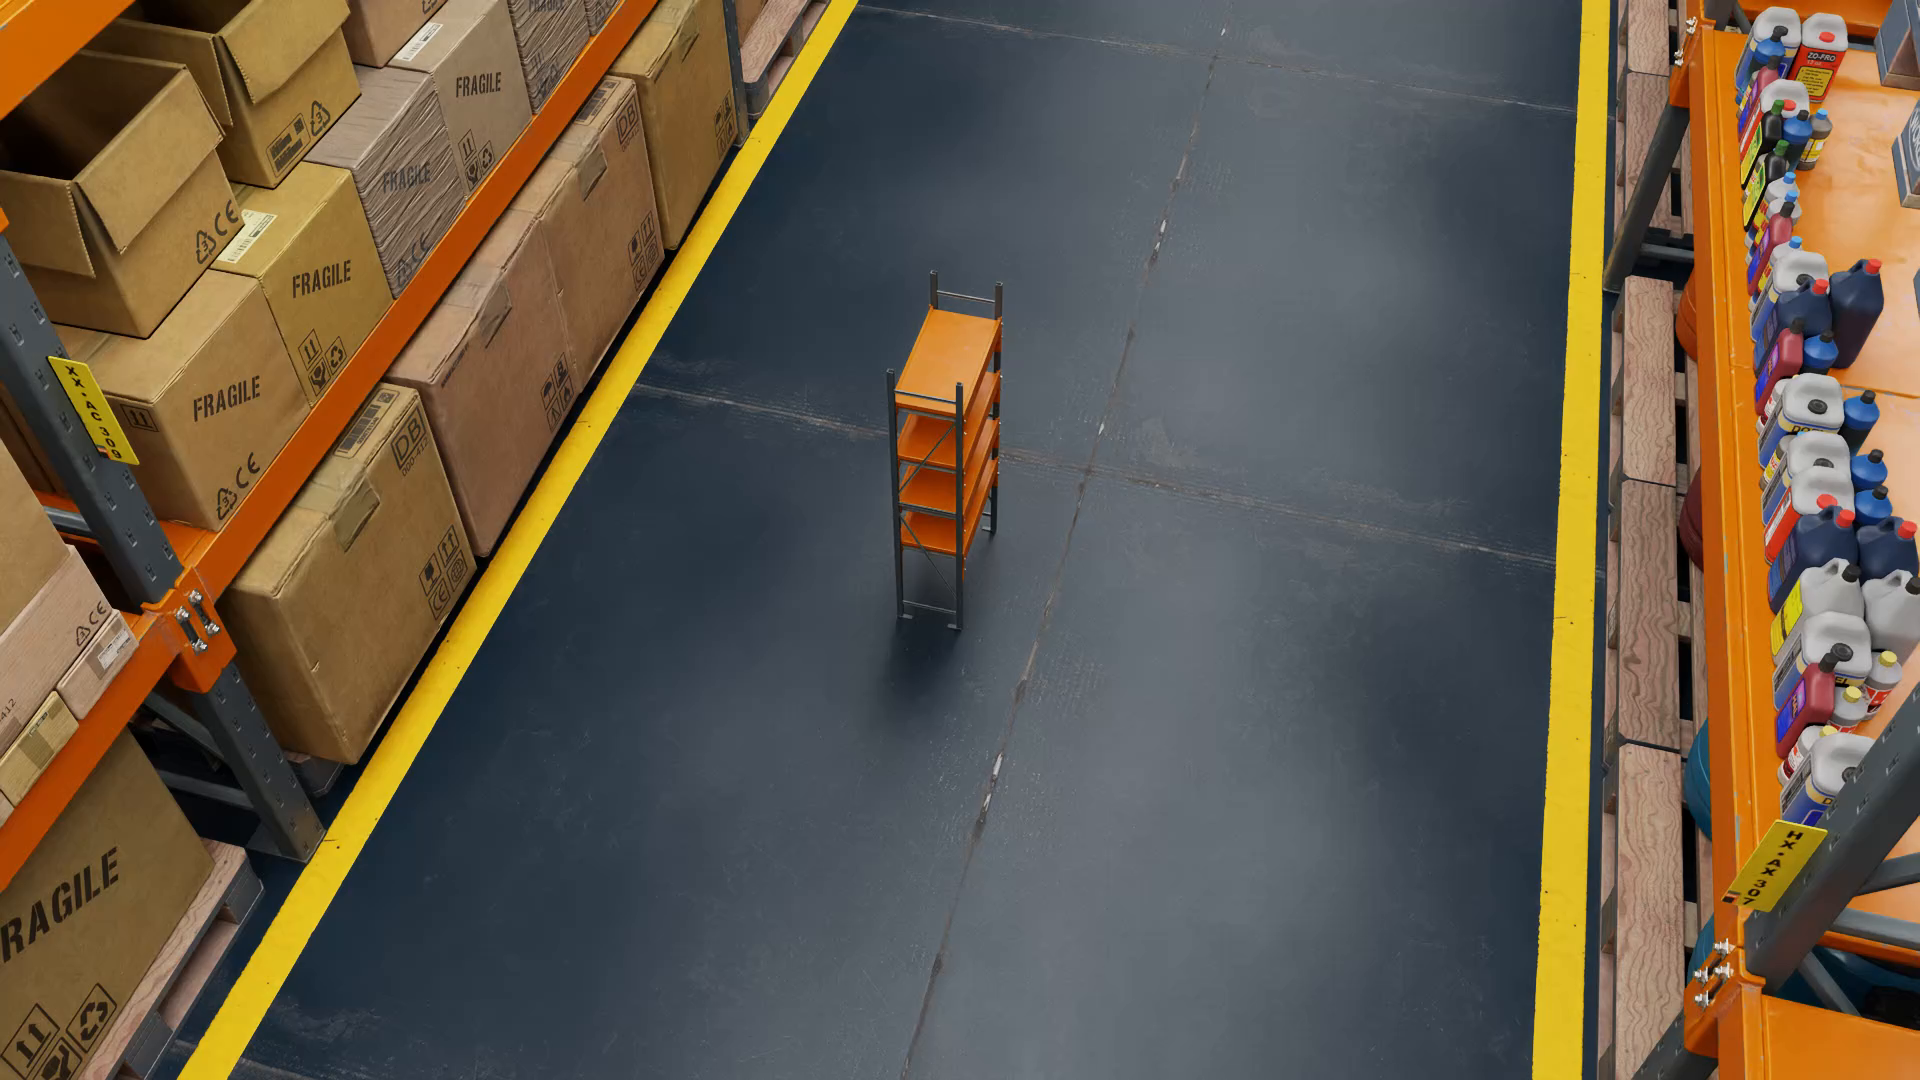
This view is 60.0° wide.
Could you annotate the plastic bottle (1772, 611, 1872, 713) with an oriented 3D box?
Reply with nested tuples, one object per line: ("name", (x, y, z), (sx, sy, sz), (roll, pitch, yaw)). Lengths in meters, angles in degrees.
("plastic bottle", (2.111, 0.311, 4.057), (0.152, 0.276, 0.135), (12, 50, 10))

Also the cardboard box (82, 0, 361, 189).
("cardboard box", (-2.204, -1.417, 4.764), (0.797, 0.503, 0.637), (12, 50, 10))

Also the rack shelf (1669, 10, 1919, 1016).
("rack shelf", (2.749, -0.325, 5.016), (1.077, 0.370, 4.000), (12, 50, 10))

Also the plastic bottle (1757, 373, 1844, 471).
("plastic bottle", (2.340, -0.319, 4.613), (0.152, 0.276, 0.135), (12, 50, 10))

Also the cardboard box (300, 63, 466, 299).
("cardboard box", (-1.930, -1.136, 5.186), (0.500, 0.500, 0.500), (11, 49, 9))

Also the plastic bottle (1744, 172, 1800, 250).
("plastic bottle", (2.575, -1.042, 5.255), (0.097, 0.271, 0.097), (0, 49, 0))

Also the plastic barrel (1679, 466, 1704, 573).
("plastic barrel", (2.866, -0.177, 5.734), (0.600, 0.588, 0.708), (12, 50, 10))

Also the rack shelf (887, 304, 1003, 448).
("rack shelf", (-0.044, -0.537, 5.400), (0.258, 0.148, 0.480), (12, 50, 10))

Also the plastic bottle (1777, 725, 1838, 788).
("plastic bottle", (2.019, 0.511, 3.931), (0.097, 0.201, 0.097), (0, 49, 0))

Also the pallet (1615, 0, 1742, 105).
("pallet", (3.840, -2.520, 8.333), (1.003, 0.211, 1.213), (12, 50, 10))

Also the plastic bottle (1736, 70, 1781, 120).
("plastic bottle", (2.767, -1.546, 5.746), (0.097, 0.201, 0.097), (0, 49, 0))

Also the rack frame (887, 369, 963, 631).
("rack frame", (-0.108, -0.101, 5.539), (0.240, 1.200, 0.015), (12, 50, 10))

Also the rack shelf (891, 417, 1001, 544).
("rack shelf", (-0.044, -0.233, 5.745), (0.258, 0.148, 0.480), (12, 50, 10))

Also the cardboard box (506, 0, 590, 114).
("cardboard box", (-1.664, -1.879, 5.841), (0.500, 0.500, 0.500), (10, 49, 9))

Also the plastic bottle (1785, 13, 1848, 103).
("plastic bottle", (2.996, -1.690, 5.823), (0.152, 0.276, 0.135), (12, 50, 10))

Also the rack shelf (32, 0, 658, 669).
("rack shelf", (-2.029, -1.303, 5.879), (1.077, 0.370, 4.000), (12, 50, 10))

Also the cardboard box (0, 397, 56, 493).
("cardboard box", (-2.696, -0.519, 4.641), (0.500, 0.500, 0.500), (12, 50, 10))

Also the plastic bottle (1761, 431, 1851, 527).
("plastic bottle", (2.279, -0.151, 4.465), (0.152, 0.276, 0.135), (12, 50, 10))

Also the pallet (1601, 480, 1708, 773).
("pallet", (2.785, 0.371, 5.782), (1.003, 0.211, 1.213), (12, 50, 10))

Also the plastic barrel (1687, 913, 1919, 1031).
("plastic barrel", (2.382, 1.048, 4.443), (0.600, 0.901, 0.708), (12, 50, 10))

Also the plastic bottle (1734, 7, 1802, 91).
("plastic bottle", (2.850, -1.720, 5.850), (0.152, 0.276, 0.135), (12, 50, 10))

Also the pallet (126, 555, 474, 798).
("pallet", (-2.425, 0.256, 5.884), (1.003, 0.211, 1.213), (12, 50, 10))

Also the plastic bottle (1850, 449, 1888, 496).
("plastic bottle", (2.404, -0.138, 4.457), (0.097, 0.271, 0.097), (0, 49, 0))

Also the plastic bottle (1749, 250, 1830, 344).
("plastic bottle", (2.485, -0.717, 4.965), (0.152, 0.276, 0.135), (12, 50, 10))

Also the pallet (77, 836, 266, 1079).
("pallet", (-2.831, 1.363, 4.906), (1.003, 0.211, 1.213), (12, 50, 10))

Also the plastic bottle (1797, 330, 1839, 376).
("plastic bottle", (2.438, -0.491, 4.768), (0.097, 0.271, 0.097), (0, 49, 0))

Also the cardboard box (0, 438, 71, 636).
("cardboard box", (-2.419, -0.006, 3.656), (0.500, 0.500, 0.500), (13, 50, 11))

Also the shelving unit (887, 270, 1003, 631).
("shelving unit", (-0.044, -0.277, 5.694), (0.258, 1.200, 0.503), (12, 50, 10))

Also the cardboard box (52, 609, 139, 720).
("cardboard box", (-2.320, 0.274, 4.175), (0.380, 0.149, 0.250), (12, 50, 10))

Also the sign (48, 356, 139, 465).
("sign", (-2.020, -0.298, 3.882), (0.100, 0.325, 0.005), (12, 50, 10))

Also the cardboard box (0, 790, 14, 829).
("cardboard box", (-2.455, 0.646, 3.847), (0.380, 0.149, 0.250), (11, 49, 9))

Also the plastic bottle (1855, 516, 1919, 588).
("plastic bottle", (2.337, 0.065, 4.225), (0.144, 0.351, 0.185), (12, 50, 10))

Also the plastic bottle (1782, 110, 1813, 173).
("plastic bottle", (2.730, -1.293, 5.476), (0.097, 0.271, 0.097), (0, 49, 0))

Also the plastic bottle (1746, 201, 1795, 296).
("plastic bottle", (2.501, -0.895, 5.117), (0.061, 0.283, 0.133), (12, 50, 10))

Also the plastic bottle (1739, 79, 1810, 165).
("plastic bottle", (2.728, -1.385, 5.555), (0.152, 0.276, 0.135), (12, 50, 10))

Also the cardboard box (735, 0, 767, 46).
("cardboard box", (-1.346, -2.794, 8.089), (0.700, 0.500, 0.500), (9, 49, 8))

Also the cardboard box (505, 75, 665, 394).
("cardboard box", (-1.947, -1.285, 6.521), (1.225, 0.875, 0.875), (12, 50, 10))

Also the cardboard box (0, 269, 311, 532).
("cardboard box", (-2.194, -0.411, 4.545), (0.500, 0.500, 0.500), (12, 50, 10))

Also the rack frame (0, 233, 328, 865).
("rack frame", (-2.556, -0.094, 4.332), (1.000, 3.000, 0.127), (12, 50, 10))

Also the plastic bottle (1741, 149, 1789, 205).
("plastic bottle", (2.636, -1.185, 5.428), (0.097, 0.201, 0.097), (0, 49, 0))

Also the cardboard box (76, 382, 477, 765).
("cardboard box", (-2.407, 0.003, 5.384), (1.225, 0.875, 0.875), (12, 50, 10))

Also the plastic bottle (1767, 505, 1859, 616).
("plastic bottle", (2.197, 0.036, 4.250), (0.144, 0.351, 0.185), (12, 50, 10))

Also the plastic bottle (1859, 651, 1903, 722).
("plastic bottle", (2.236, 0.347, 4.076), (0.097, 0.201, 0.097), (0, 49, 0))

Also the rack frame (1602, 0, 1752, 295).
("rack frame", (3.275, -2.010, 6.023), (1.000, 3.000, 0.127), (12, 50, 10))

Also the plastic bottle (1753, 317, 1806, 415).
("plastic bottle", (2.357, -0.497, 4.766), (0.061, 0.283, 0.133), (12, 50, 10))
